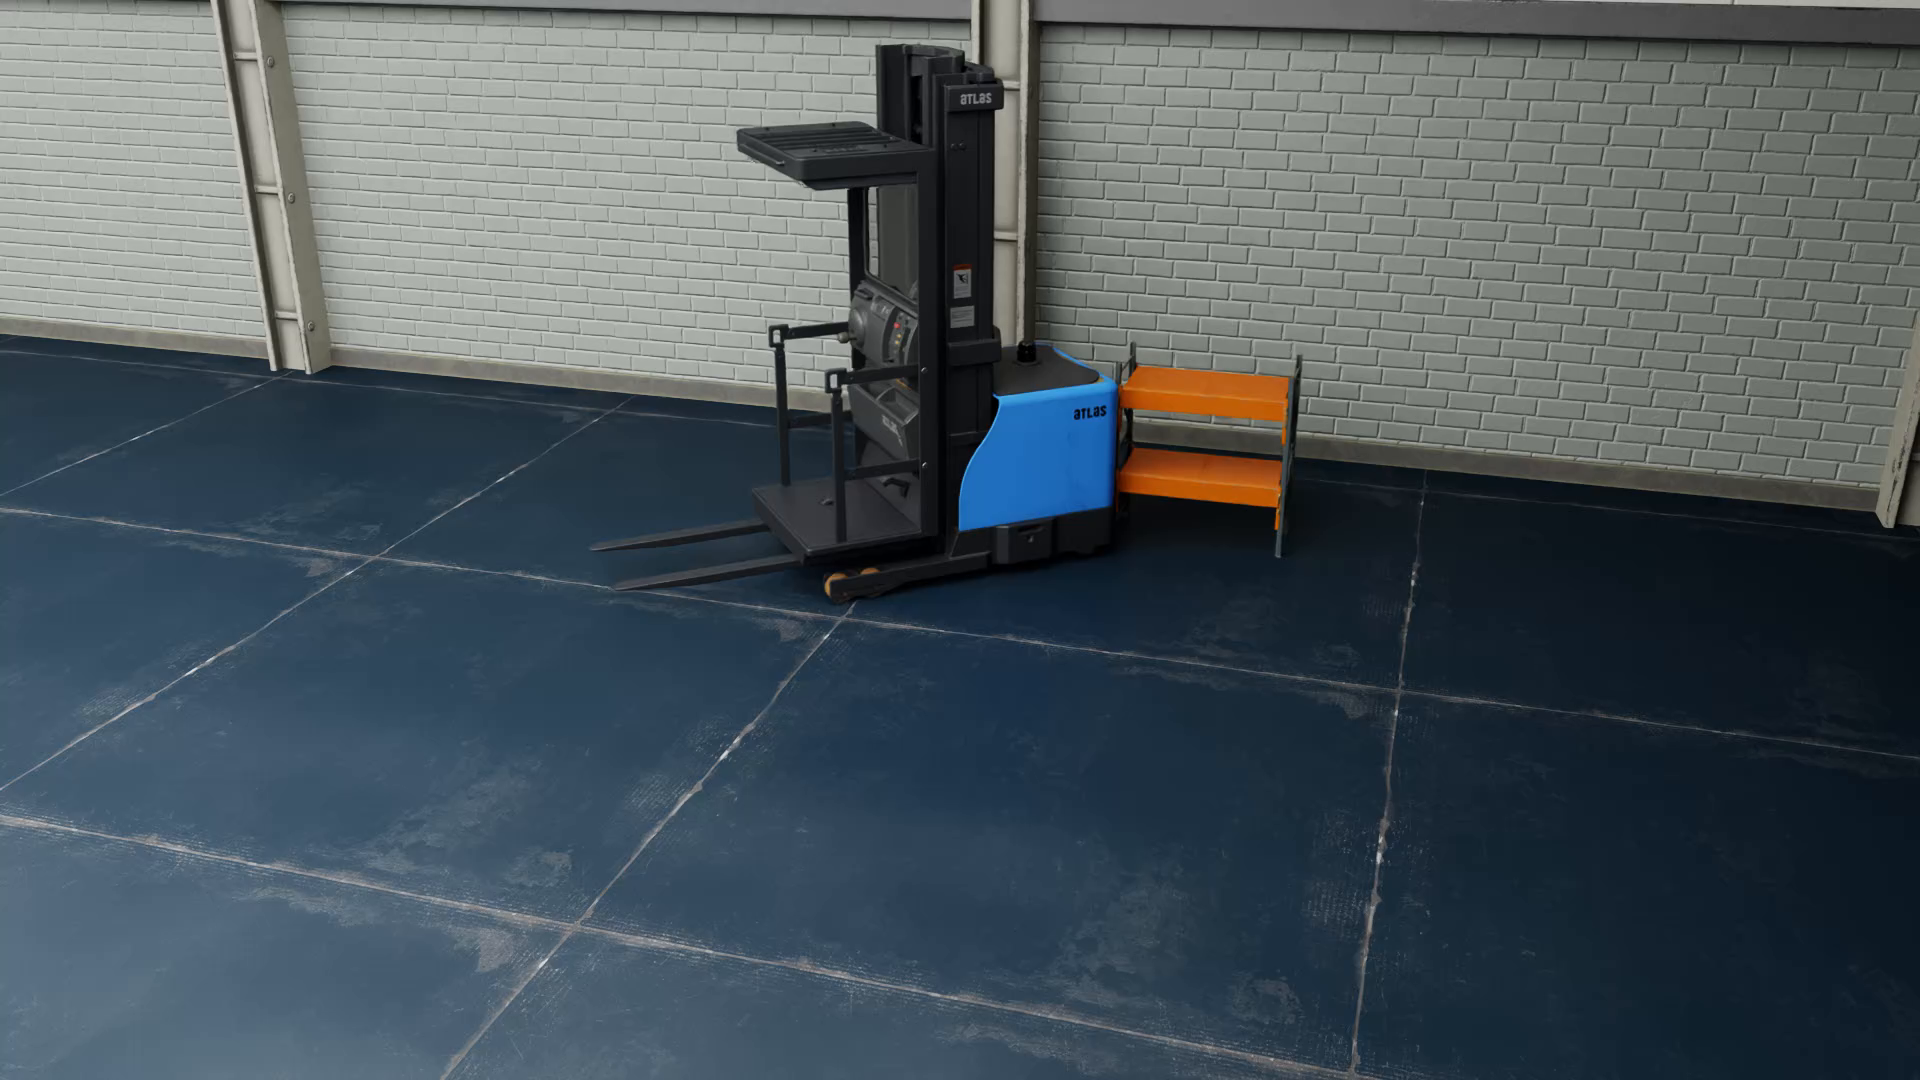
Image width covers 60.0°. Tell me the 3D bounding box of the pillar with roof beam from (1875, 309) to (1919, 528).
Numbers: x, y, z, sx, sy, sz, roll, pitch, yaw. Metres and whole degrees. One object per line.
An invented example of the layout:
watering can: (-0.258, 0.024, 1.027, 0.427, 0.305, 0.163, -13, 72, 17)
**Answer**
pillar with roof beam: (4.807, -2.714, 5.029, 0.400, 9.000, 9.100, 7, 23, 16)

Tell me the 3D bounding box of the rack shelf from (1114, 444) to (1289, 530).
rack shelf: (1.495, -0.335, 10.248, 1.000, 0.278, 0.538, 6, 23, 15)

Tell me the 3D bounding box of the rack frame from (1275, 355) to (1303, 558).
rack frame: (1.983, -0.506, 10.022, 0.032, 1.125, 0.500, 6, 23, 15)

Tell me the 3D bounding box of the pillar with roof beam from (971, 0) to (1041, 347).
pillar with roof beam: (-0.937, -3.372, 6.632, 0.400, 9.000, 9.100, 7, 23, 16)

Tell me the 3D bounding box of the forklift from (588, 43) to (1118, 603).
forklift: (-0.624, -1.226, 9.398, 3.031, 2.935, 1.130, -10, 24, -22)

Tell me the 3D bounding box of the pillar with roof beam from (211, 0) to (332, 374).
pillar with roof beam: (-6.681, -4.029, 8.236, 0.400, 9.000, 9.100, 7, 23, 16)

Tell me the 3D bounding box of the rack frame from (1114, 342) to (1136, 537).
rack frame: (1.007, -0.615, 10.288, 0.032, 1.125, 0.500, 6, 23, 15)

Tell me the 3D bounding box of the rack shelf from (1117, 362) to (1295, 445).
rack shelf: (1.495, -0.832, 10.044, 1.000, 0.278, 0.538, 6, 23, 15)

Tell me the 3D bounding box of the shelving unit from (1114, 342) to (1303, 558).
shelving unit: (1.495, -0.561, 10.155, 1.048, 1.125, 0.538, 6, 23, 15)
